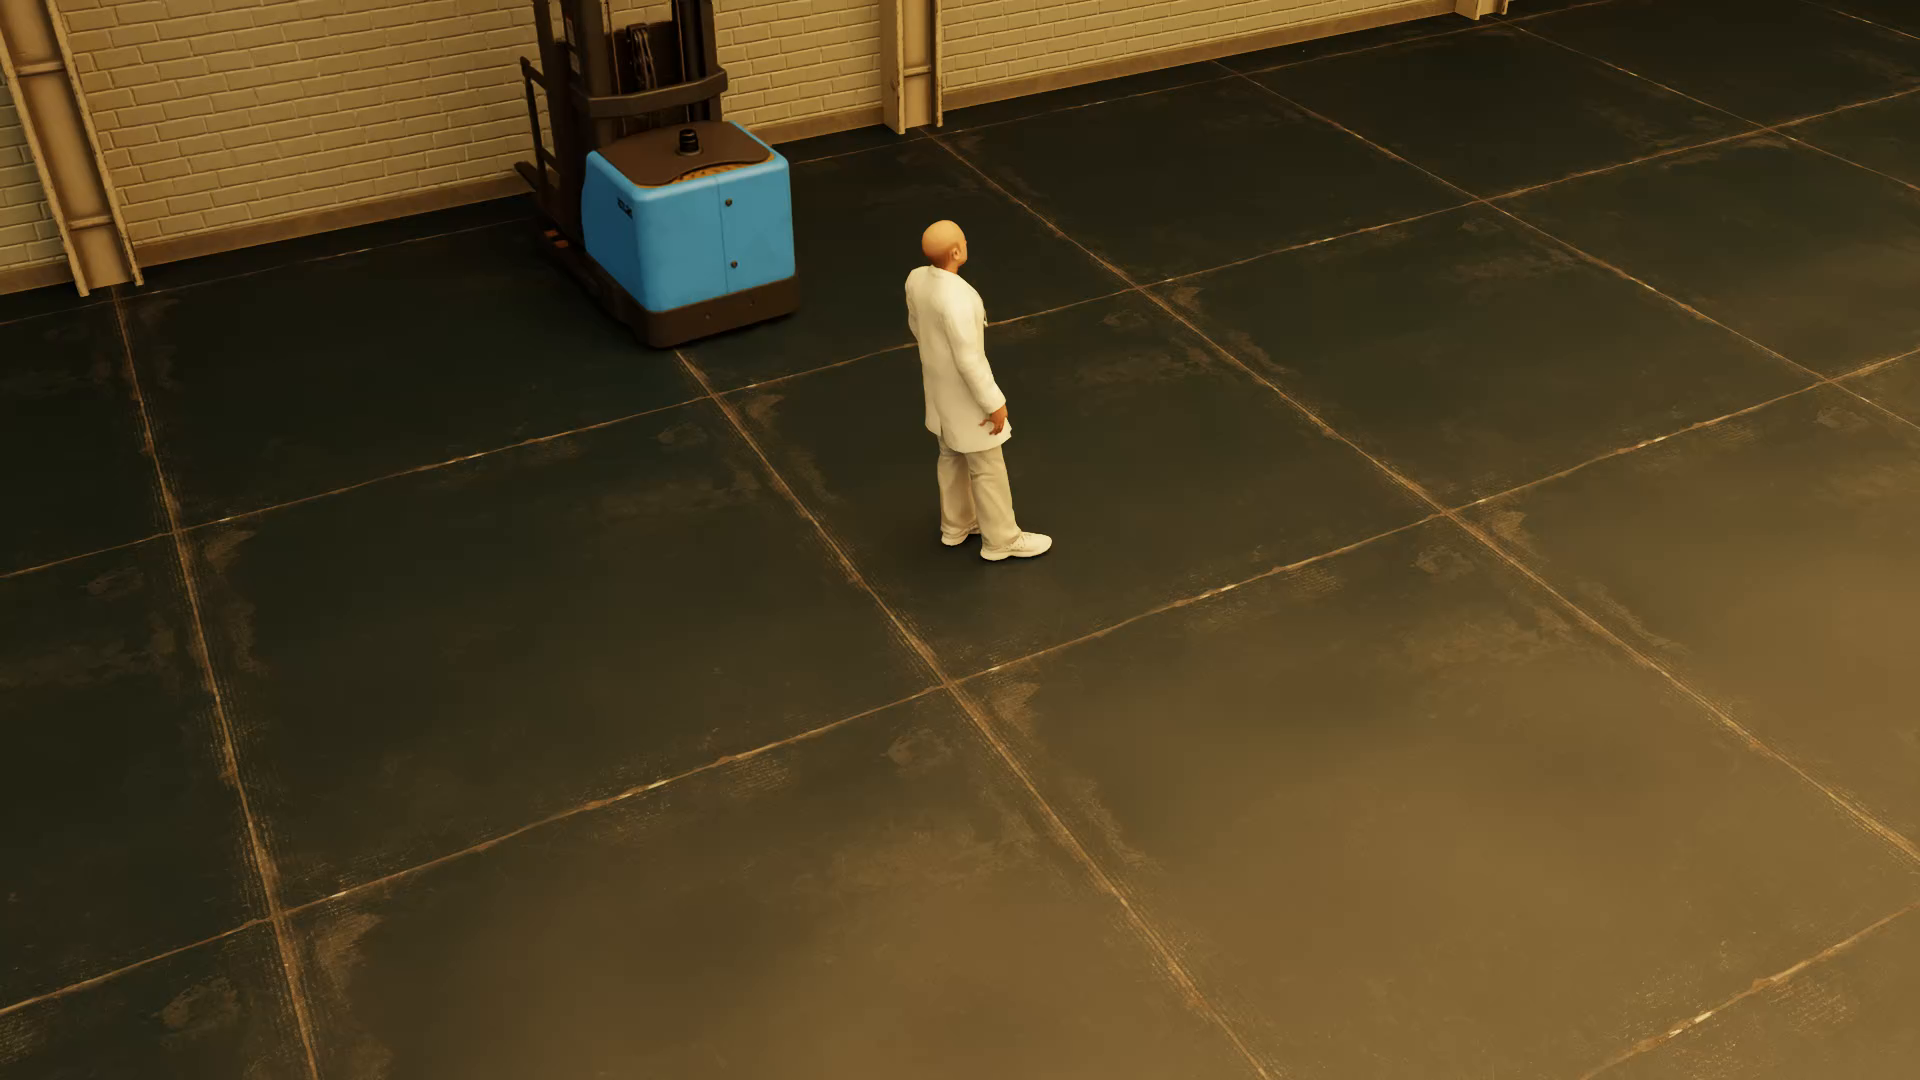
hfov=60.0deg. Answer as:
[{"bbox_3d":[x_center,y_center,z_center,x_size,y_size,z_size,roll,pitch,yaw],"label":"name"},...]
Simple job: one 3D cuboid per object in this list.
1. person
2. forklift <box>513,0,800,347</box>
[{"bbox_3d":[0.083,-0.754,8.178,0.578,1.777,0.696,-17,39,-23],"label":"person"},{"bbox_3d":[-2.233,-3.197,10.645,1.130,2.935,3.031,-20,40,-26],"label":"forklift"}]
